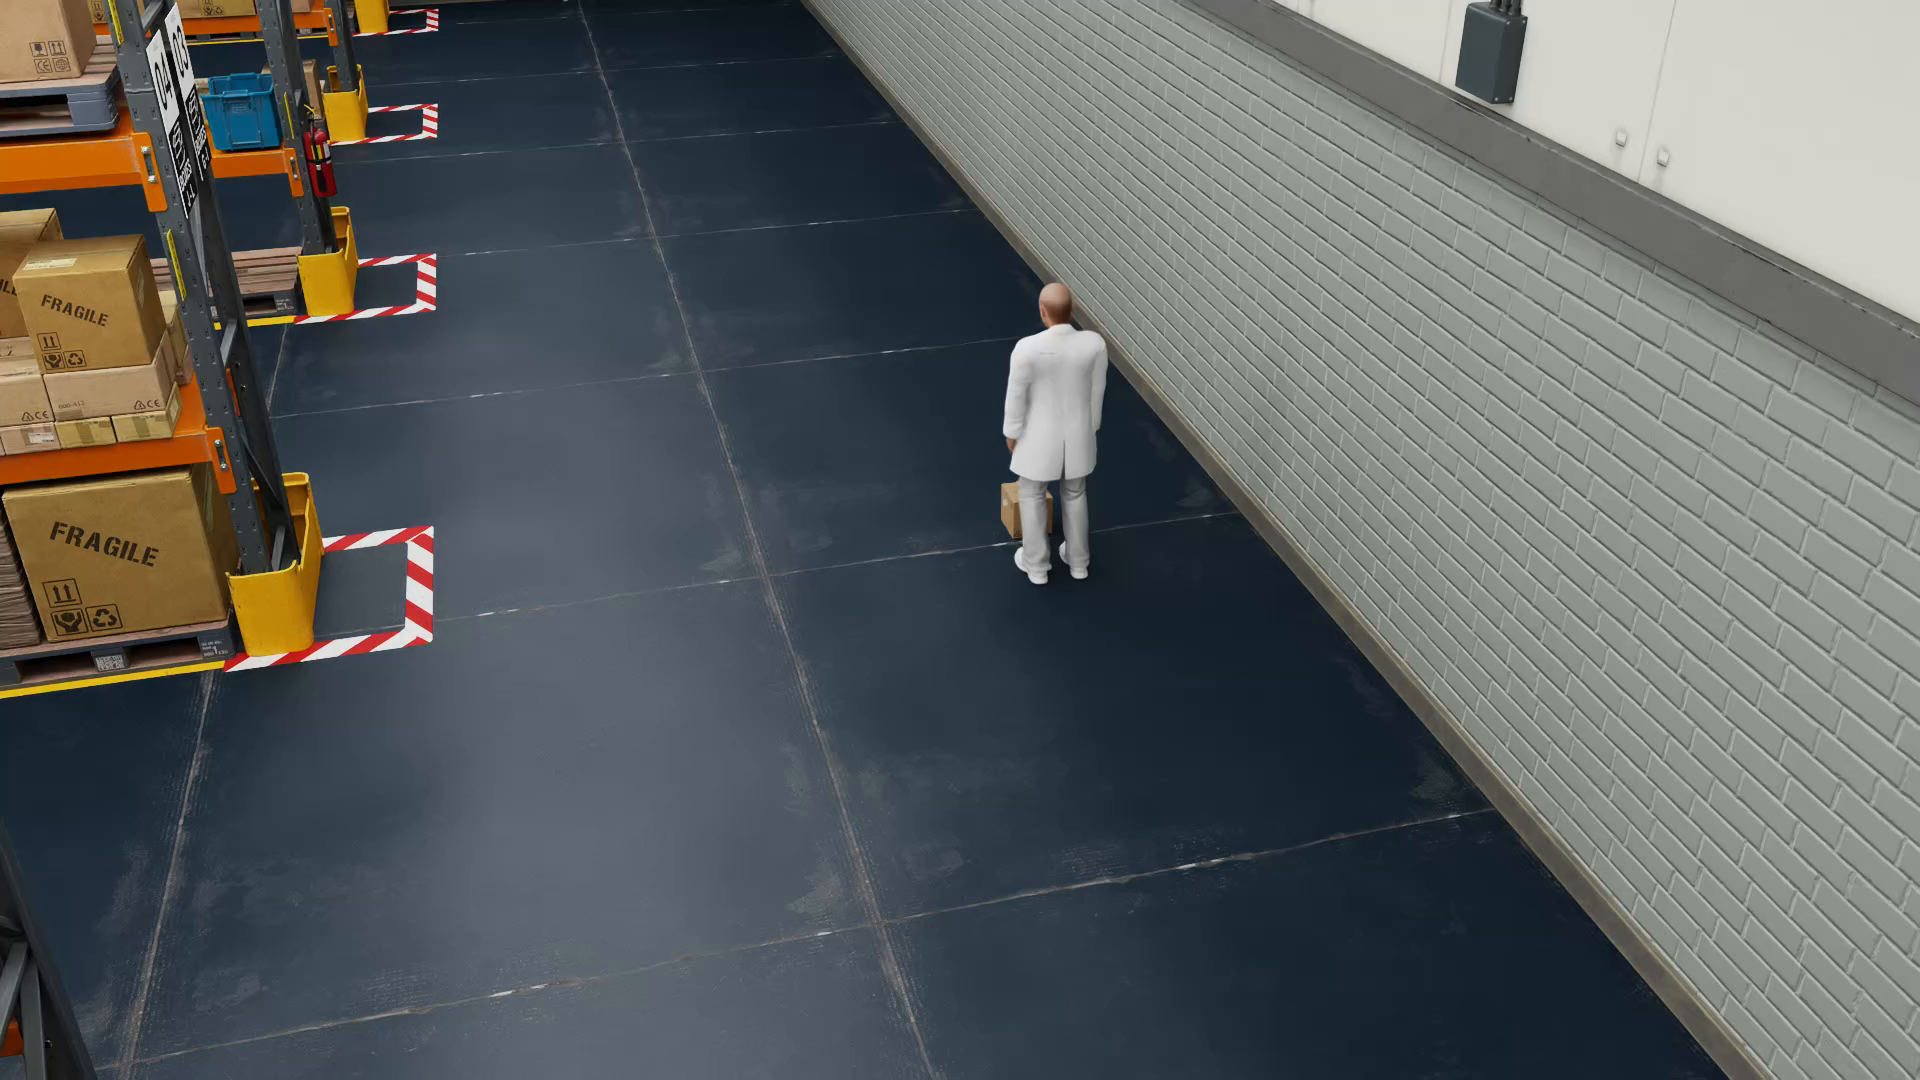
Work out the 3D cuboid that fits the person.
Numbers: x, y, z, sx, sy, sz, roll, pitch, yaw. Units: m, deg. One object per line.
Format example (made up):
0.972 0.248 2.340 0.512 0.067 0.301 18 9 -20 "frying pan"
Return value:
0.515 -0.597 9.313 0.564 1.770 0.377 -7 31 -12 "person"
